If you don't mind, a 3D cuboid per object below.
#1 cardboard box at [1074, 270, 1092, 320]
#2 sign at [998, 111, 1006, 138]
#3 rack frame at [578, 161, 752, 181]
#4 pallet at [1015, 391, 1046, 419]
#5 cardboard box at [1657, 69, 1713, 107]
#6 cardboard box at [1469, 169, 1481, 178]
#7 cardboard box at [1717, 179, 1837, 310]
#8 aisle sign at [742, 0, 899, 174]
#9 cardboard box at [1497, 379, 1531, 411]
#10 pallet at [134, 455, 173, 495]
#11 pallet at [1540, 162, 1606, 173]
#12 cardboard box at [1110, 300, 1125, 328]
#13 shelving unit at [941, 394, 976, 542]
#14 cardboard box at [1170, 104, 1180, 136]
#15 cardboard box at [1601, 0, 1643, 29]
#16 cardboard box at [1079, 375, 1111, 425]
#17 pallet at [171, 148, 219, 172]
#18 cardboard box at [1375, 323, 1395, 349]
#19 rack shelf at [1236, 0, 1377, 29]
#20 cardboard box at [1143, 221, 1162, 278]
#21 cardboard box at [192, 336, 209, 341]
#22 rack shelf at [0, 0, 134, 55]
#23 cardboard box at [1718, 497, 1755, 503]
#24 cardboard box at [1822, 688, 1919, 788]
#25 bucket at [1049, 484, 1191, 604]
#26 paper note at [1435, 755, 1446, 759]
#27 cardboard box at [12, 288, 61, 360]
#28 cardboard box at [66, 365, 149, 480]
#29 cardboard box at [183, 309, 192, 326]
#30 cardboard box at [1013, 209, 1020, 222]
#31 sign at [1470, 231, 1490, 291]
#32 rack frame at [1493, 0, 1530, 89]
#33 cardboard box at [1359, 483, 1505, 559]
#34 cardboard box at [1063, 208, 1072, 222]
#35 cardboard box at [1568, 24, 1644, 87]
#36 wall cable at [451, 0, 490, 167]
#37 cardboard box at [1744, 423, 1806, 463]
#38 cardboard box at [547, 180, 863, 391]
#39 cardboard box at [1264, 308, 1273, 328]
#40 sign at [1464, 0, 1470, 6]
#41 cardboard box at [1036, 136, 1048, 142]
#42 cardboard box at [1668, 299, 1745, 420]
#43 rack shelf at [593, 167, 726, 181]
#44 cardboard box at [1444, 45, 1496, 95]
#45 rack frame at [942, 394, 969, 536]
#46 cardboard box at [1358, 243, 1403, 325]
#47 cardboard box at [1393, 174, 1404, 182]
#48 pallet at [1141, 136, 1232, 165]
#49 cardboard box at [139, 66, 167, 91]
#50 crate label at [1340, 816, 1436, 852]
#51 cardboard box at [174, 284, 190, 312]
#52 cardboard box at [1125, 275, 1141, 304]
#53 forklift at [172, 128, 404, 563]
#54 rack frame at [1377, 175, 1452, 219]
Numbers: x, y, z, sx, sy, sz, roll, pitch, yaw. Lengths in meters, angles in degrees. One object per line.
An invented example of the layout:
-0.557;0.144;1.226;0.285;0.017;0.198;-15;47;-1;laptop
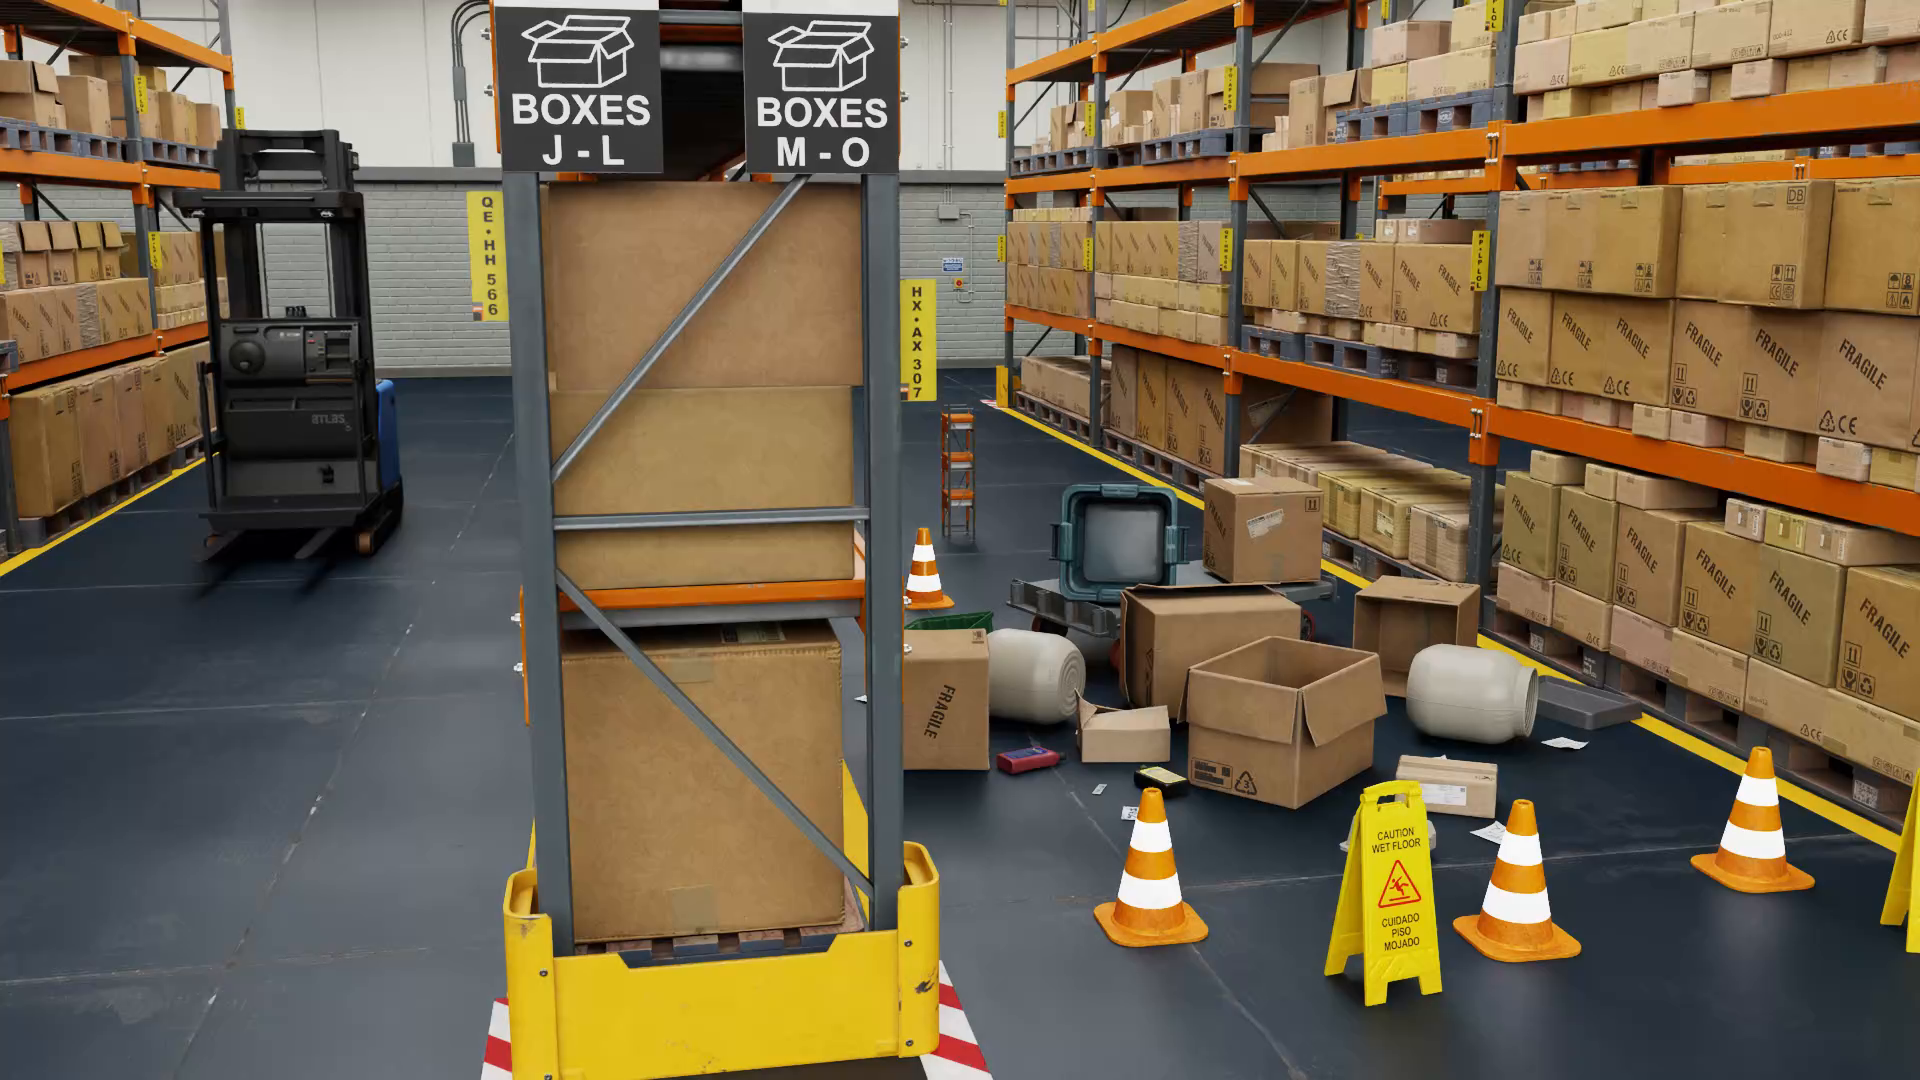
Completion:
1.502;-2.577;17.444;0.500;0.500;0.500;-2;11;-10;cardboard box
0.519;-5.108;20.440;0.100;0.325;0.005;-2;11;-11;sign
-1.437;-0.786;8.303;1.000;3.000;0.127;-2;11;-11;rack frame
1.297;-1.672;20.415;1.003;0.211;1.213;-2;11;-11;pallet
3.384;-2.029;7.483;0.380;0.149;0.250;-2;11;-12;cardboard box
6.142;-4.274;19.280;0.380;0.149;0.250;-2;11;-10;cardboard box
3.572;-1.206;6.773;0.700;0.500;0.500;-2;11;-12;cardboard box
-0.351;-1.327;4.195;0.394;0.787;0.004;-2;11;-11;aisle sign
3.146;-0.792;9.005;0.380;0.149;0.250;-2;11;-11;cardboard box
-7.654;-0.583;14.694;1.003;0.211;1.213;-2;11;-11;pallet
6.769;-3.892;17.103;1.213;0.211;1.003;-2;11;-11;pallet
1.772;-2.193;16.097;0.500;0.250;0.500;-2;11;-12;cardboard box
-0.010;-0.526;12.150;0.215;1.050;0.252;-2;11;-11;shelving unit
2.010;-3.572;14.154;0.396;0.266;0.258;-2;11;-12;cardboard box
3.287;-2.512;7.890;0.380;0.149;0.250;-2;11;-11;cardboard box
1.826;-1.518;17.881;0.875;0.438;0.875;-2;11;-12;cardboard box
-8.501;-4.119;18.031;1.003;0.211;1.213;-2;11;-11;pallet
2.856;-1.293;10.518;0.380;0.149;0.250;-2;11;-11;cardboard box
3.010;-3.749;10.817;1.077;0.370;4.000;-2;11;-11;rack shelf
1.975;-2.622;15.008;0.500;0.500;0.500;-2;11;-12;cardboard box
-8.276;-1.706;17.697;0.875;0.875;0.875;-2;11;-11;cardboard box
-7.489;-4.122;12.778;1.077;0.370;4.000;-2;11;-11;rack shelf
3.978;0.077;7.994;0.500;0.500;0.500;-2;11;-8;cardboard box
3.751;0.751;6.461;0.500;0.250;0.500;-2;11;-11;cardboard box
0.851;0.017;8.777;0.726;0.611;0.620;2;1;9;bucket
2.022;0.951;7.149;0.148;0.019;0.142;2;11;9;paper note
-7.030;-1.600;12.315;0.500;0.500;0.500;-2;11;-13;cardboard box
-7.559;-0.973;13.848;1.225;0.875;0.875;-3;11;-13;cardboard box
-7.765;-2.179;16.294;0.380;0.149;0.250;-2;11;-13;cardboard box
0.862;-3.969;20.351;0.380;0.149;0.250;-2;11;-10;cardboard box
2.855;-1.532;9.129;0.100;0.325;0.005;-2;11;-11;sign
3.399;-3.932;8.786;1.000;3.000;0.127;-2;11;-11;rack frame
3.151;-0.128;10.750;0.950;0.372;0.625;-1;11;-7;cardboard box
1.336;-3.544;18.120;0.380;0.149;0.250;-2;11;-11;cardboard box
3.325;-2.346;8.081;0.500;0.250;0.500;-2;11;-11;cardboard box
-6.375;-8.515;24.262;2.277;5.999;0.120;-2;11;-11;wall cable
3.577;-0.420;7.054;0.380;0.149;0.250;-2;11;-12;cardboard box
-0.693;-0.726;4.699;0.875;0.550;0.550;-2;11;-11;cardboard box
2.524;-1.682;12.558;0.380;0.149;0.250;-3;11;-15;cardboard box
6.482;-6.867;21.285;0.100;0.325;0.005;-2;11;-11;sign
1.241;-4.761;20.178;0.500;0.250;0.500;-3;11;-16;cardboard box
3.534;-0.813;7.383;0.500;0.500;0.500;-2;11;-10;cardboard box
-2.604;-3.007;13.872;1.077;0.370;4.000;-2;11;-11;rack shelf
3.143;-2.692;9.576;0.500;0.250;0.500;-2;11;-12;cardboard box
-0.034;-0.548;12.267;0.200;1.050;0.008;-2;11;-11;rack frame
2.892;-1.648;10.647;0.500;0.500;0.500;-2;11;-9;cardboard box
5.767;-4.650;21.253;0.380;0.149;0.250;-2;11;-10;cardboard box
2.223;-3.420;14.625;1.003;0.211;1.213;-2;11;-8;pallet
-8.273;-4.601;16.659;0.500;0.250;0.500;-2;11;-13;cardboard box
1.591;1.084;6.134;0.250;0.136;0.298;-9;14;-40;crate label
-7.804;-2.351;16.131;0.500;0.250;0.500;-2;11;-11;cardboard box
1.853;-2.345;15.556;0.500;0.250;0.500;-2;11;-10;cardboard box
-4.705;-1.376;11.586;1.130;2.935;3.031;-2;11;-10;forklift
5.933;-3.367;21.862;1.000;3.000;0.127;-2;11;-11;rack frame
